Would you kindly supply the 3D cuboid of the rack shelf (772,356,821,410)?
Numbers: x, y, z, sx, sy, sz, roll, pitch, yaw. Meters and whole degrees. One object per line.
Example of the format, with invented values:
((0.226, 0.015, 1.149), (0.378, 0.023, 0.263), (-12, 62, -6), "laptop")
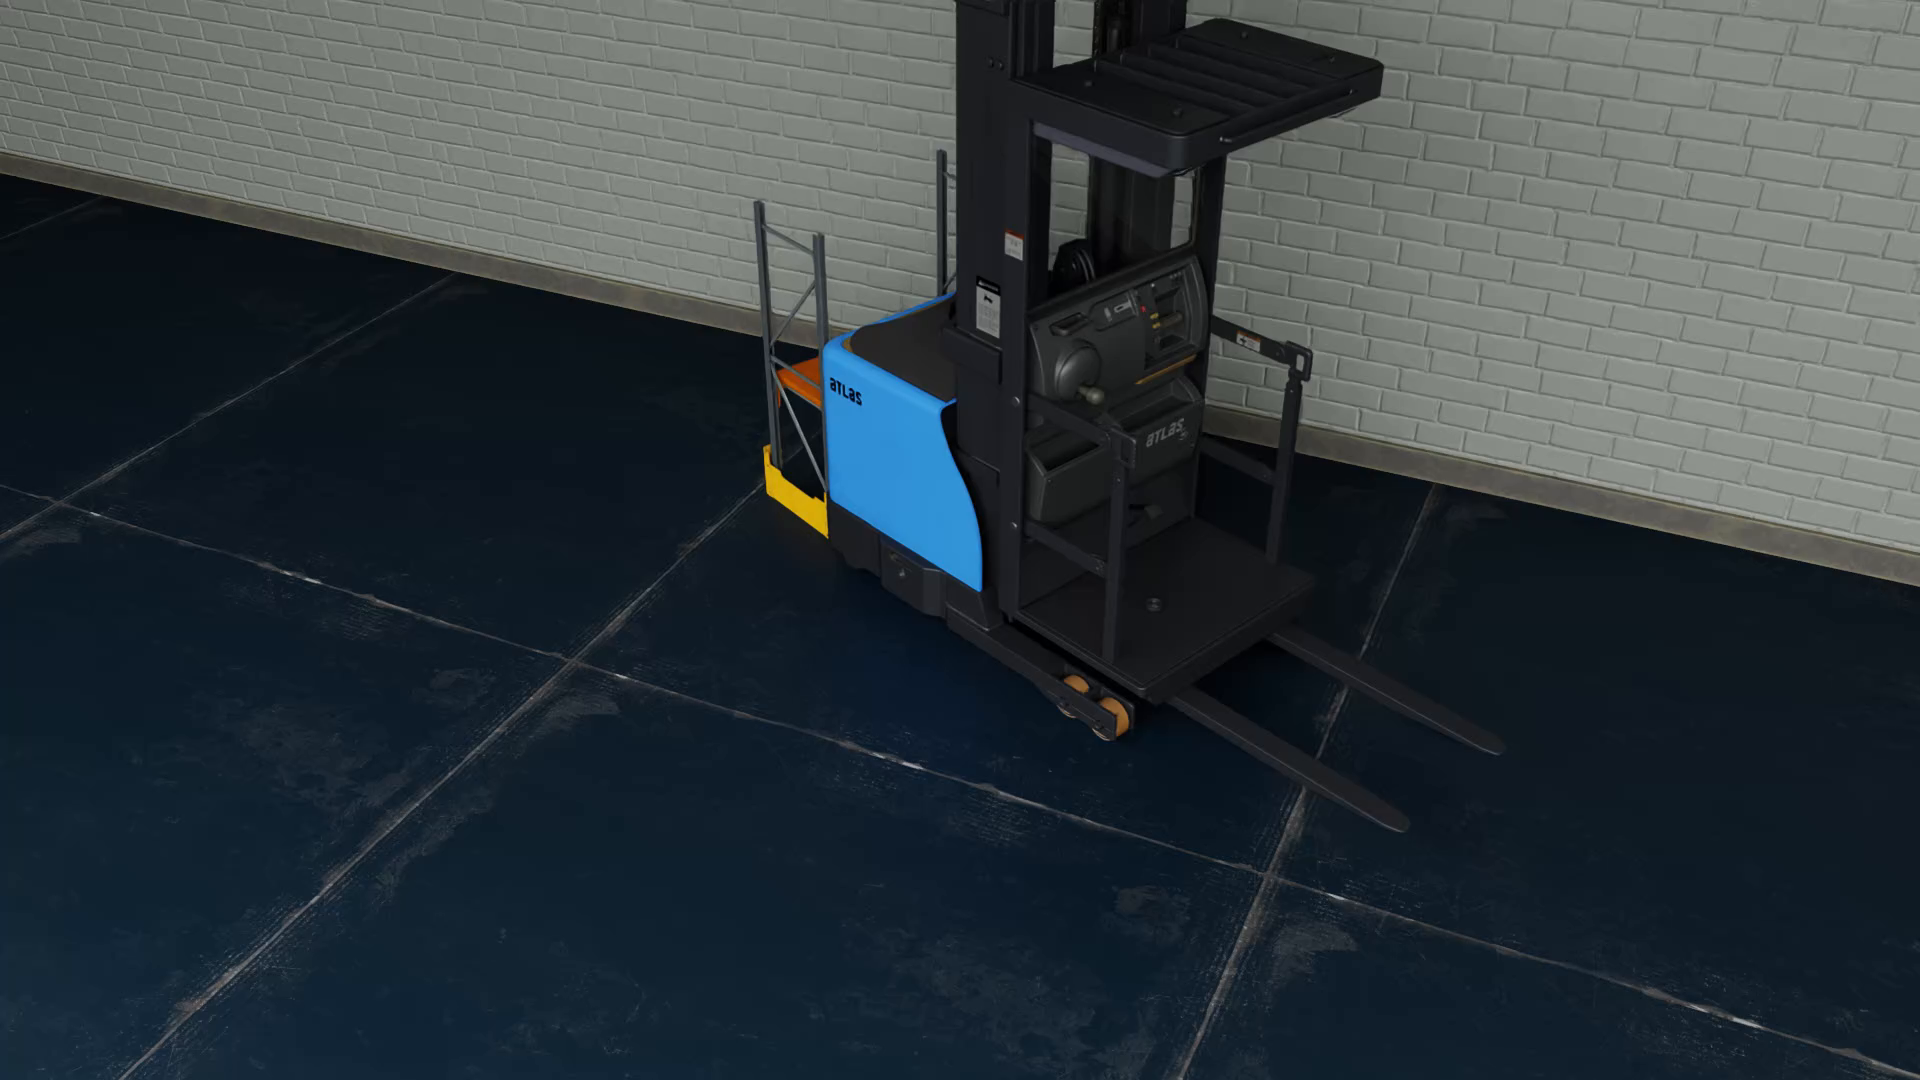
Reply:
((-0.340, -0.775, 7.891), (1.000, 0.185, 0.538), (-24, 40, -32), "rack shelf")

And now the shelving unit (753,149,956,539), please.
((-0.347, -0.922, 7.788), (1.083, 1.500, 0.587), (-24, 40, -32), "shelving unit")

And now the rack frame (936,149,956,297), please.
((0.056, -1.099, 8.059), (0.032, 1.500, 0.500), (-24, 40, -32), "rack frame")

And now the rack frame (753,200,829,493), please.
((-0.737, -0.751, 7.527), (0.032, 1.500, 0.500), (-24, 40, -32), "rack frame")

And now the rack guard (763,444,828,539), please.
((-0.736, -0.228, 7.870), (0.087, 0.250, 0.587), (-24, 40, -32), "rack guard")

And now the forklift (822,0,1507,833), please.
((0.762, -0.756, 6.229), (1.130, 2.935, 3.031), (-27, 42, -34), "forklift")
